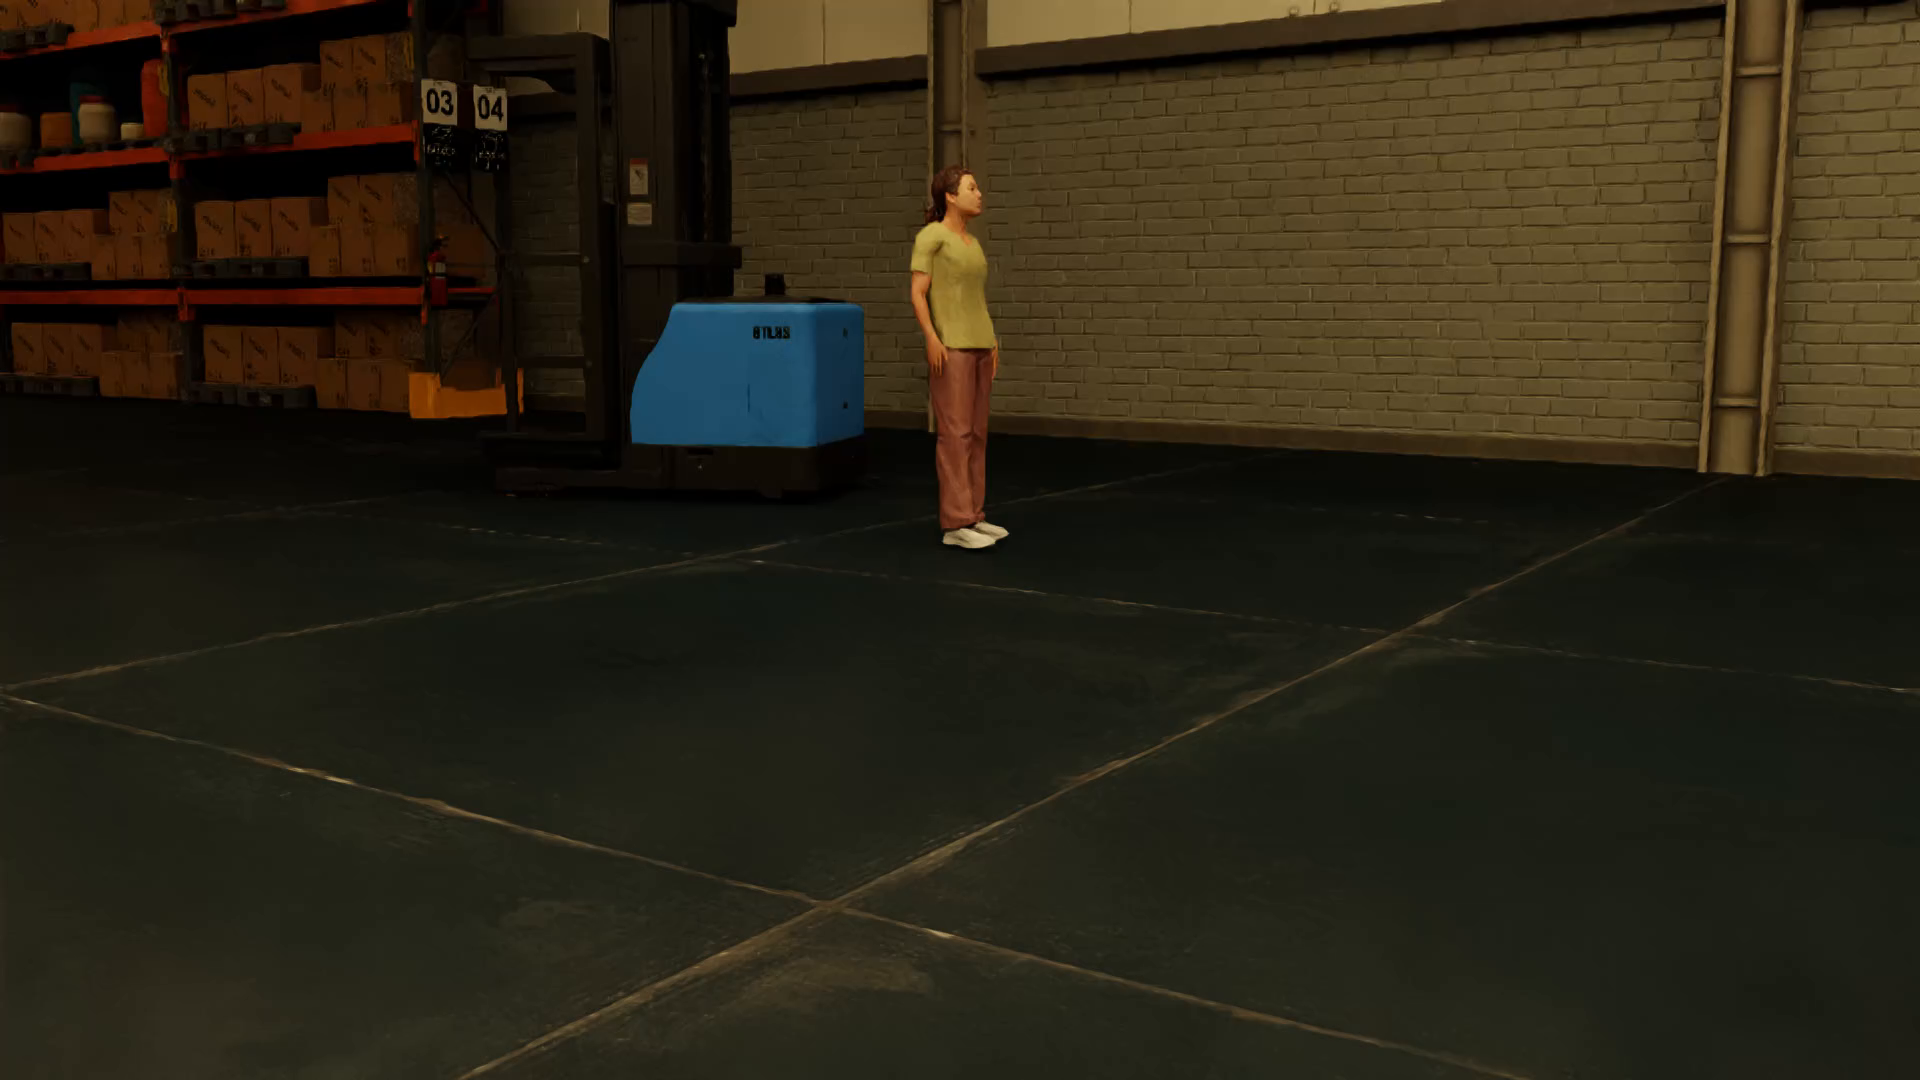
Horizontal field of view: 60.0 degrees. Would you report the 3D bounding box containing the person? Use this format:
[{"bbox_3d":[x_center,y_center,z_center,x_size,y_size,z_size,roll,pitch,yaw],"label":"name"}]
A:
[{"bbox_3d":[0.055,-0.830,7.435,0.548,1.674,0.554,5,10,34],"label":"person"}]

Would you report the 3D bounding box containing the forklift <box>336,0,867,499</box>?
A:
[{"bbox_3d":[-2.123,-1.759,9.562,3.031,2.935,1.130,2,8,14],"label":"forklift"}]
